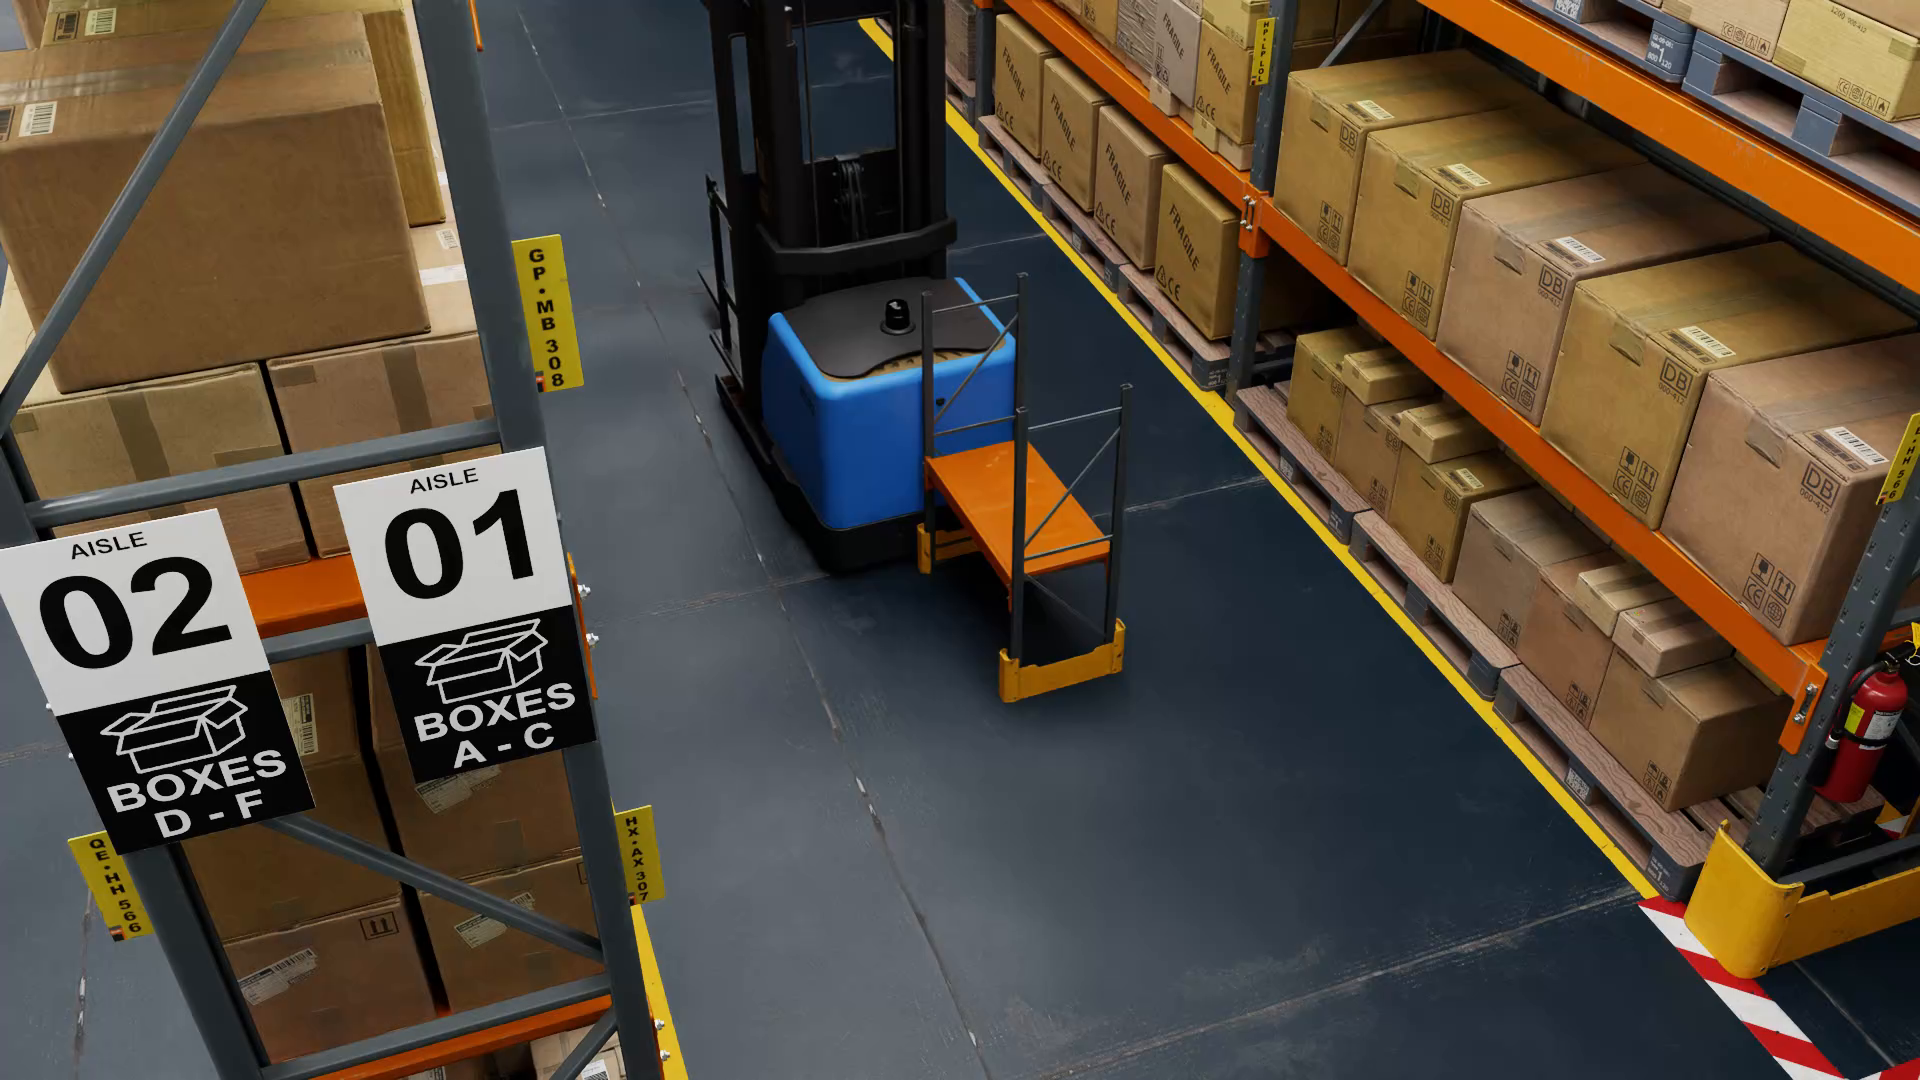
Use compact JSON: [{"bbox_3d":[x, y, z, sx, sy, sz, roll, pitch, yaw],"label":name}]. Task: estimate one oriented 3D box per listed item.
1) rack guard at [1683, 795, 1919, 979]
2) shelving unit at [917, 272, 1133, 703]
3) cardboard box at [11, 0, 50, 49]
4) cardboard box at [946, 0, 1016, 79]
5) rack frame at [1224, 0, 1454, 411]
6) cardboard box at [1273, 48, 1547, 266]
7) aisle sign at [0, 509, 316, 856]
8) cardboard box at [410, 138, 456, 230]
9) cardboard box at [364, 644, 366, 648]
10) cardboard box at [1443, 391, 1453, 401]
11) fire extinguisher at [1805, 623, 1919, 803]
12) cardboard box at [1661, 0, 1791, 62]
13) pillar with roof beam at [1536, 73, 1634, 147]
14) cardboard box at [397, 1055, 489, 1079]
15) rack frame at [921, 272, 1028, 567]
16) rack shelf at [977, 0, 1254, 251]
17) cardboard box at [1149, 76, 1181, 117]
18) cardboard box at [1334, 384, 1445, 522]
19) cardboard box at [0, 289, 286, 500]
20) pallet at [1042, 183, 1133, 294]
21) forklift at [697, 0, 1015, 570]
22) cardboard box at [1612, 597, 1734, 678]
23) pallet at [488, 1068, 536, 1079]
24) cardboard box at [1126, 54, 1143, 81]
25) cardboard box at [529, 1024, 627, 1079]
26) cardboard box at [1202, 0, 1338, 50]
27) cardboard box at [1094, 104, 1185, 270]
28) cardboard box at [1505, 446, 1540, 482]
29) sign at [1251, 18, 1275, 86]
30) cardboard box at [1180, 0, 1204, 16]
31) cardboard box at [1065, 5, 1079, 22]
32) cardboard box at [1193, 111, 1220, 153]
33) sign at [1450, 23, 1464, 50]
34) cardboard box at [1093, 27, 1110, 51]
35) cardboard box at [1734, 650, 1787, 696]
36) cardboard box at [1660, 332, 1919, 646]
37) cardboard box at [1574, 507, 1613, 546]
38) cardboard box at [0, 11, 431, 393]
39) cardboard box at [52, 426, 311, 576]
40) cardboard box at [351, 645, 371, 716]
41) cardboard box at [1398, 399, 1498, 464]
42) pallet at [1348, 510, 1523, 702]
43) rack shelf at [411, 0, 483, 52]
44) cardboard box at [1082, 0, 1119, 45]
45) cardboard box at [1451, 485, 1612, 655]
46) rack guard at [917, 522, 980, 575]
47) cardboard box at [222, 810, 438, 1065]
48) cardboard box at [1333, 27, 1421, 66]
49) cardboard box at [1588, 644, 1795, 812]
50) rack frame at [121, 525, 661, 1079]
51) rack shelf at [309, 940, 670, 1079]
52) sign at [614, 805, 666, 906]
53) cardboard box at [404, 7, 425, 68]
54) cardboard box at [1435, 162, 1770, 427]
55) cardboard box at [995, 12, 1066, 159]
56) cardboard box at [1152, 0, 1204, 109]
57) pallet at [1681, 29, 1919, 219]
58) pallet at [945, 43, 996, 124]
[{"bbox_3d":[3.362,1.219,6.277,1.175,0.500,0.348,-12,39,-16],"label":"rack guard"},{"bbox_3d":[0.263,-0.240,7.382,0.587,1.500,1.083,-14,39,-18],"label":"shelving unit"},{"bbox_3d":[-1.854,-1.250,4.070,0.700,0.500,0.500,-12,39,-16],"label":"cardboard box"},{"bbox_3d":[0.304,-3.886,12.688,0.700,0.500,0.500,-12,39,-15],"label":"cardboard box"},{"bbox_3d":[1.977,-2.053,8.543,1.000,3.000,0.127,-12,39,-16],"label":"rack frame"},{"bbox_3d":[2.148,-1.863,8.041,0.980,0.700,0.700,-12,39,-15],"label":"cardboard box"},{"bbox_3d":[-1.560,0.298,3.261,0.394,0.787,0.004,-12,39,-16],"label":"aisle sign"},{"bbox_3d":[-1.394,-0.732,4.005,0.500,0.250,0.500,-12,39,-16],"label":"cardboard box"},{"bbox_3d":[-1.388,0.196,4.643,0.500,0.500,0.500,-12,39,-15],"label":"cardboard box"},{"bbox_3d":[2.549,-0.715,7.956,0.380,0.149,0.250,-14,39,-17],"label":"cardboard box"},{"bbox_3d":[2.972,0.567,5.439,0.296,0.674,0.183,-12,39,-16],"label":"fire extinguisher"},{"bbox_3d":[2.672,-1.792,5.396,0.500,0.250,0.500,-14,39,-18],"label":"cardboard box"},{"bbox_3d":[-1.012,-3.342,5.267,9.100,9.000,0.400,-12,39,-16],"label":"pillar with roof beam"},{"bbox_3d":[-1.715,1.801,5.138,0.500,0.500,0.500,-12,39,-16],"label":"cardboard box"},{"bbox_3d":[0.066,-0.527,7.764,0.500,1.500,0.032,-14,39,-18],"label":"rack frame"},{"bbox_3d":[1.289,-2.896,10.259,1.077,0.370,4.000,-12,39,-16],"label":"rack shelf"},{"bbox_3d":[1.293,-2.523,9.360,0.380,0.149,0.250,-12,39,-16],"label":"cardboard box"},{"bbox_3d":[2.308,-0.494,8.202,0.700,0.500,0.500,-13,39,-16],"label":"cardboard box"},{"bbox_3d":[-1.713,-0.341,3.486,0.500,0.250,0.500,-12,39,-16],"label":"cardboard box"},{"bbox_3d":[1.217,-2.050,10.856,1.003,0.211,1.213,-12,39,-16],"label":"pallet"},{"bbox_3d":[-0.718,-1.910,8.410,1.130,2.935,3.031,-14,39,-18],"label":"forklift"},{"bbox_3d":[2.803,0.369,6.517,0.380,0.149,0.250,-13,39,-16],"label":"cardboard box"},{"bbox_3d":[-1.598,1.855,5.672,1.003,0.211,1.213,-12,39,-16],"label":"pallet"},{"bbox_3d":[1.199,-2.820,9.753,0.380,0.149,0.250,-13,39,-17],"label":"cardboard box"},{"bbox_3d":[-1.204,1.741,5.495,0.380,0.166,0.250,-12,39,-16],"label":"cardboard box"},{"bbox_3d":[1.576,-2.730,8.472,0.500,0.250,0.500,-12,38,-15],"label":"cardboard box"},{"bbox_3d":[1.323,-2.204,10.181,0.750,0.750,0.750,-11,38,-15],"label":"cardboard box"},{"bbox_3d":[2.725,-0.426,7.573,0.380,0.149,0.250,-13,39,-17],"label":"cardboard box"},{"bbox_3d":[1.471,-2.366,8.062,0.100,0.325,0.005,-12,39,-16],"label":"sign"},{"bbox_3d":[1.409,-3.021,8.858,0.500,0.250,0.500,-12,39,-15],"label":"cardboard box"},{"bbox_3d":[0.887,-3.413,10.541,0.380,0.149,0.250,-12,39,-15],"label":"cardboard box"},{"bbox_3d":[1.486,-2.231,8.971,0.380,0.149,0.250,-12,39,-15],"label":"cardboard box"},{"bbox_3d":[2.498,-2.546,8.412,0.100,0.325,0.005,-12,39,-16],"label":"sign"},{"bbox_3d":[1.034,-3.122,10.154,0.380,0.149,0.250,-12,39,-16],"label":"cardboard box"},{"bbox_3d":[3.250,0.433,6.432,0.380,0.149,0.250,-12,39,-16],"label":"cardboard box"},{"bbox_3d":[3.169,-0.199,5.833,0.980,0.700,0.700,-11,38,-14],"label":"cardboard box"},{"bbox_3d":[2.901,-0.138,7.190,0.380,0.149,0.250,-12,39,-15],"label":"cardboard box"},{"bbox_3d":[-1.488,-0.690,3.326,0.700,0.500,0.500,-12,39,-16],"label":"cardboard box"},{"bbox_3d":[-1.721,-0.140,3.634,0.500,0.250,0.500,-12,39,-16],"label":"cardboard box"},{"bbox_3d":[-1.882,0.315,4.485,0.500,0.500,0.500,-11,38,-15],"label":"cardboard box"},{"bbox_3d":[2.264,-0.512,7.686,0.380,0.149,0.250,-14,39,-17],"label":"cardboard box"},{"bbox_3d":[2.589,0.197,7.874,1.003,0.211,1.213,-12,39,-16],"label":"pallet"},{"bbox_3d":[-1.985,-2.003,4.091,1.077,0.370,4.000,-12,39,-16],"label":"rack shelf"},{"bbox_3d":[1.055,-3.281,9.826,0.500,0.500,0.500,-11,38,-15],"label":"cardboard box"},{"bbox_3d":[2.673,0.096,7.419,0.700,0.500,0.500,-14,39,-17],"label":"cardboard box"},{"bbox_3d":[0.073,-0.017,8.126,0.587,0.250,0.087,-14,39,-18],"label":"rack guard"},{"bbox_3d":[-1.706,0.998,4.410,0.500,0.500,0.500,-11,38,-15],"label":"cardboard box"},{"bbox_3d":[2.055,-2.532,8.832,0.500,0.500,0.500,-14,39,-17],"label":"cardboard box"},{"bbox_3d":[3.019,0.663,6.666,0.700,0.500,0.500,-12,39,-16],"label":"cardboard box"},{"bbox_3d":[-1.296,1.234,4.179,1.000,3.000,0.127,-12,39,-16],"label":"rack frame"},{"bbox_3d":[-1.985,0.392,5.895,1.077,0.370,4.000,-12,39,-16],"label":"rack shelf"},{"bbox_3d":[-0.787,0.776,4.067,0.100,0.325,0.005,-12,39,-16],"label":"sign"},{"bbox_3d":[-1.740,-1.296,4.754,0.500,0.250,0.500,-12,39,-16],"label":"cardboard box"},{"bbox_3d":[2.654,-1.041,6.949,0.980,0.700,0.700,-14,39,-18],"label":"cardboard box"},{"bbox_3d":[0.730,-3.179,11.476,0.750,0.750,0.750,-13,39,-17],"label":"cardboard box"},{"bbox_3d":[1.397,-2.715,9.074,0.500,0.500,0.500,-12,39,-16],"label":"cardboard box"},{"bbox_3d":[3.088,-1.373,5.221,1.003,0.211,1.213,-12,39,-16],"label":"pallet"},{"bbox_3d":[0.333,-3.641,12.968,1.003,0.211,1.213,-12,39,-16],"label":"pallet"}]
